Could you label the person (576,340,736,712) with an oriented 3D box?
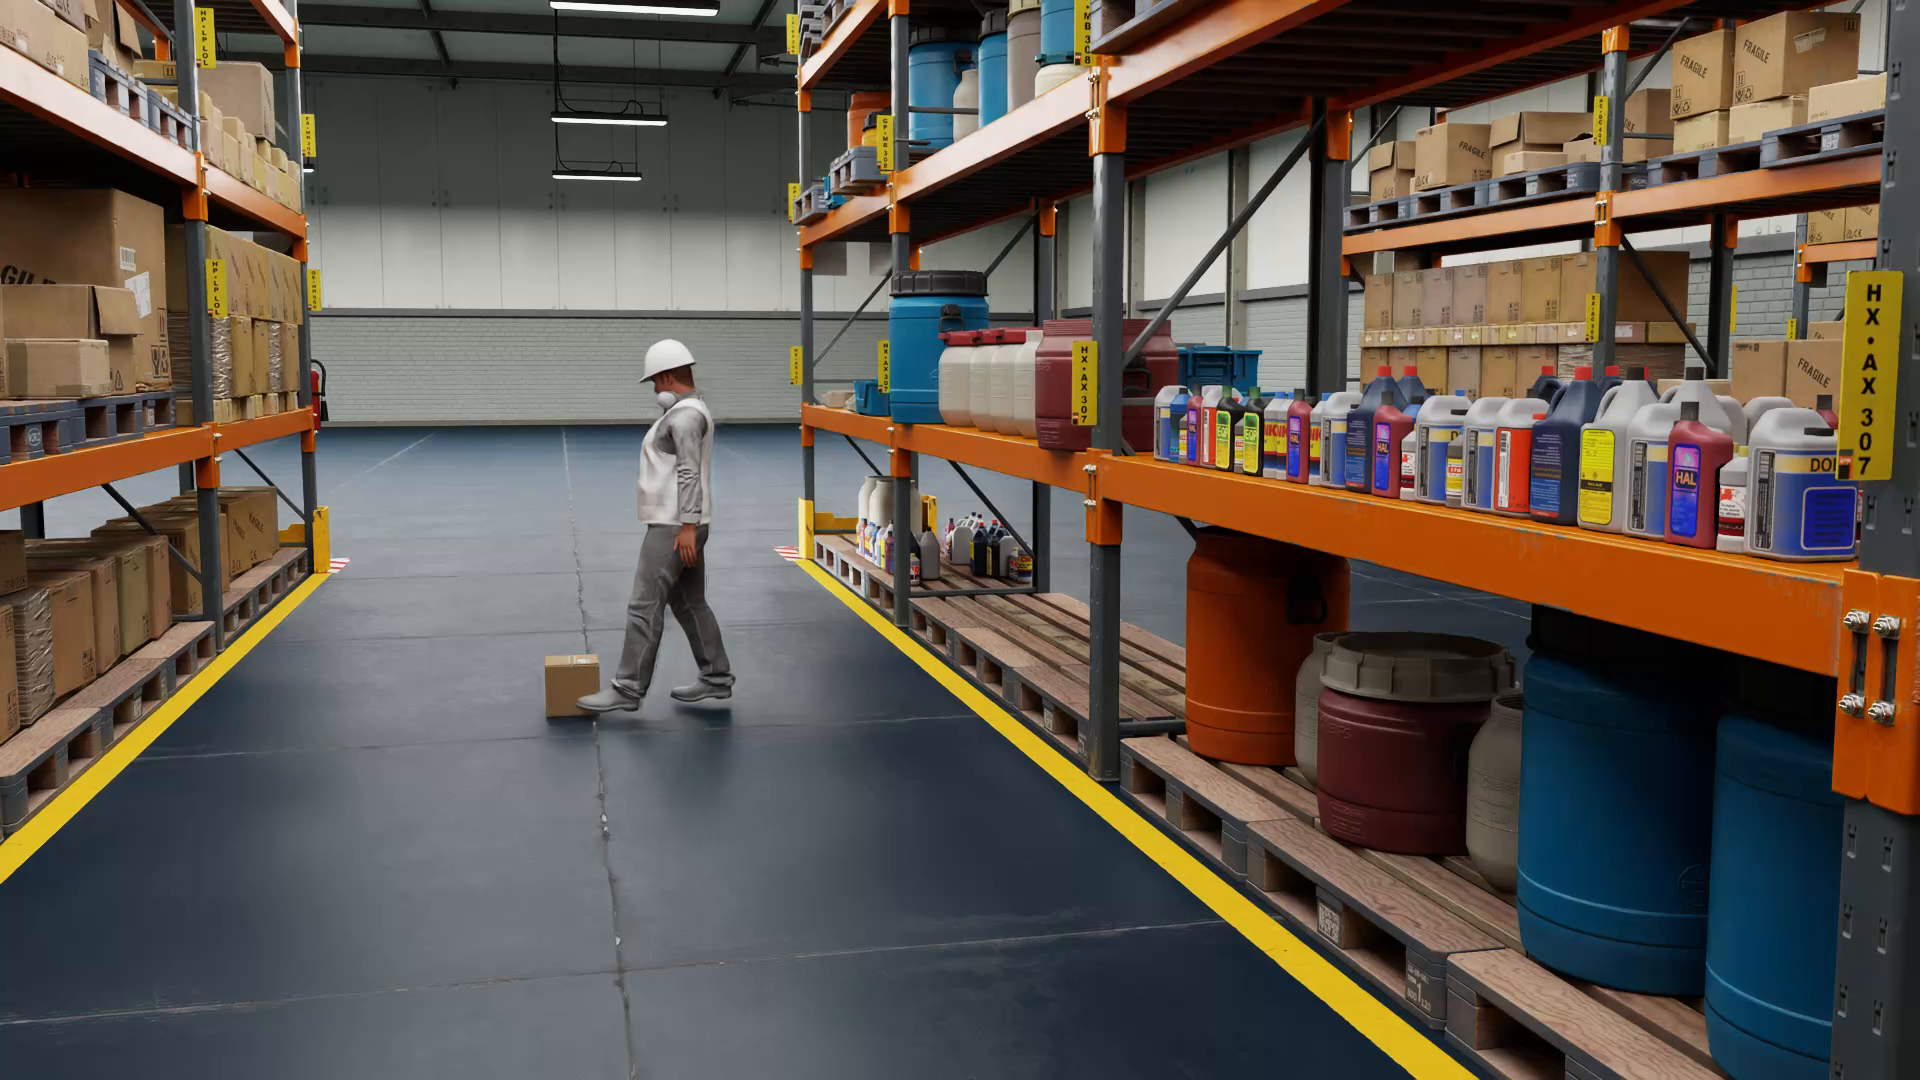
[{"bbox_3d":[-1.451,-0.076,7.927,0.736,1.747,0.572,-1,6,-6],"label":"person"}]
